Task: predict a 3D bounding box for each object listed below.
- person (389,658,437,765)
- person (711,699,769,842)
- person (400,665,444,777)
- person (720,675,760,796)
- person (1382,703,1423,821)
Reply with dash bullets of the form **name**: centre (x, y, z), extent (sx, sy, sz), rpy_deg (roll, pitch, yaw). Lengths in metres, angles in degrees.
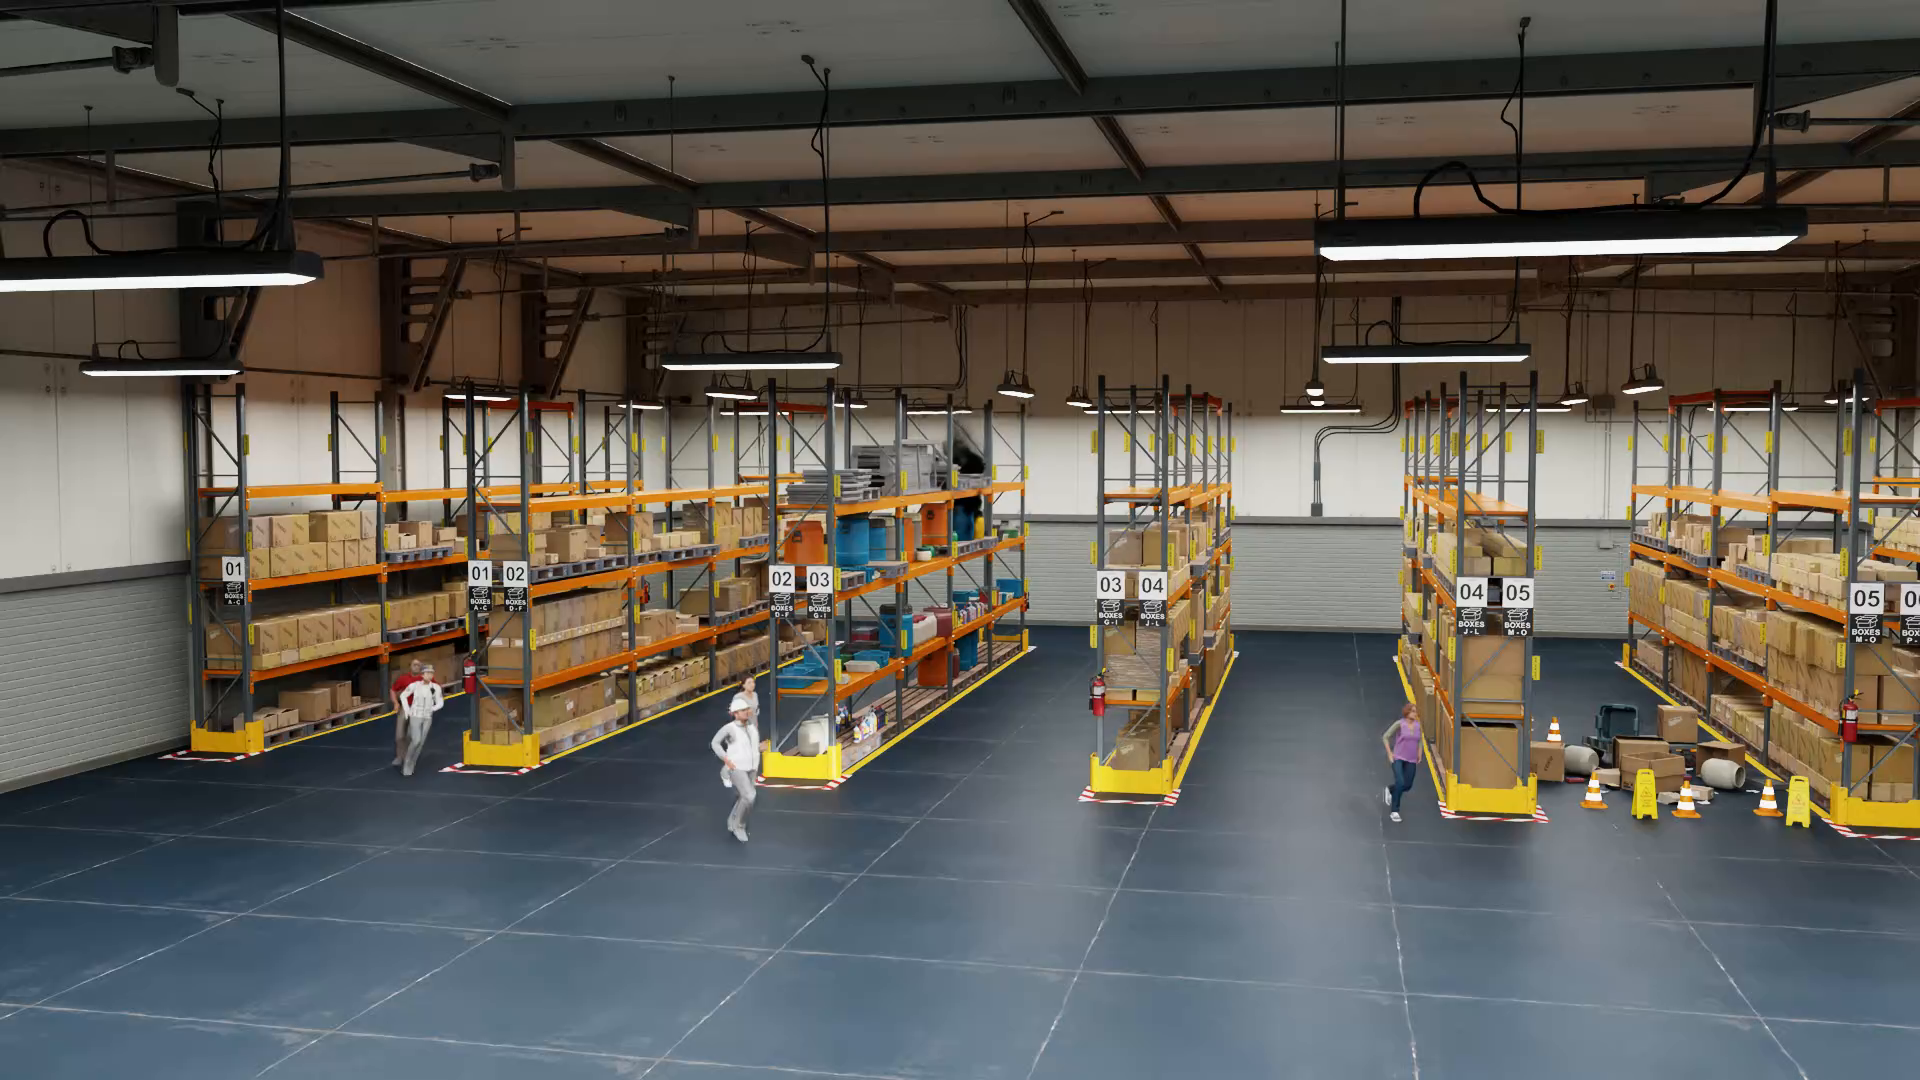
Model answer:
- **person**: centre (-8.516, 2.686, 25.905), extent (0.721, 1.680, 0.598), rpy_deg (0, 3, -7)
- **person**: centre (-2.736, 2.922, 21.070), extent (0.688, 1.803, 0.638), rpy_deg (2, 4, 37)
- **person**: centre (-8.185, 2.734, 25.304), extent (0.631, 1.684, 0.616), rpy_deg (-2, 4, -32)
- **person**: centre (-3.111, 2.790, 24.015), extent (0.574, 1.702, 0.833), rpy_deg (-2, 4, -37)
- **person**: centre (5.959, 2.961, 22.397), extent (0.583, 1.550, 0.619), rpy_deg (-1, 3, -11)
